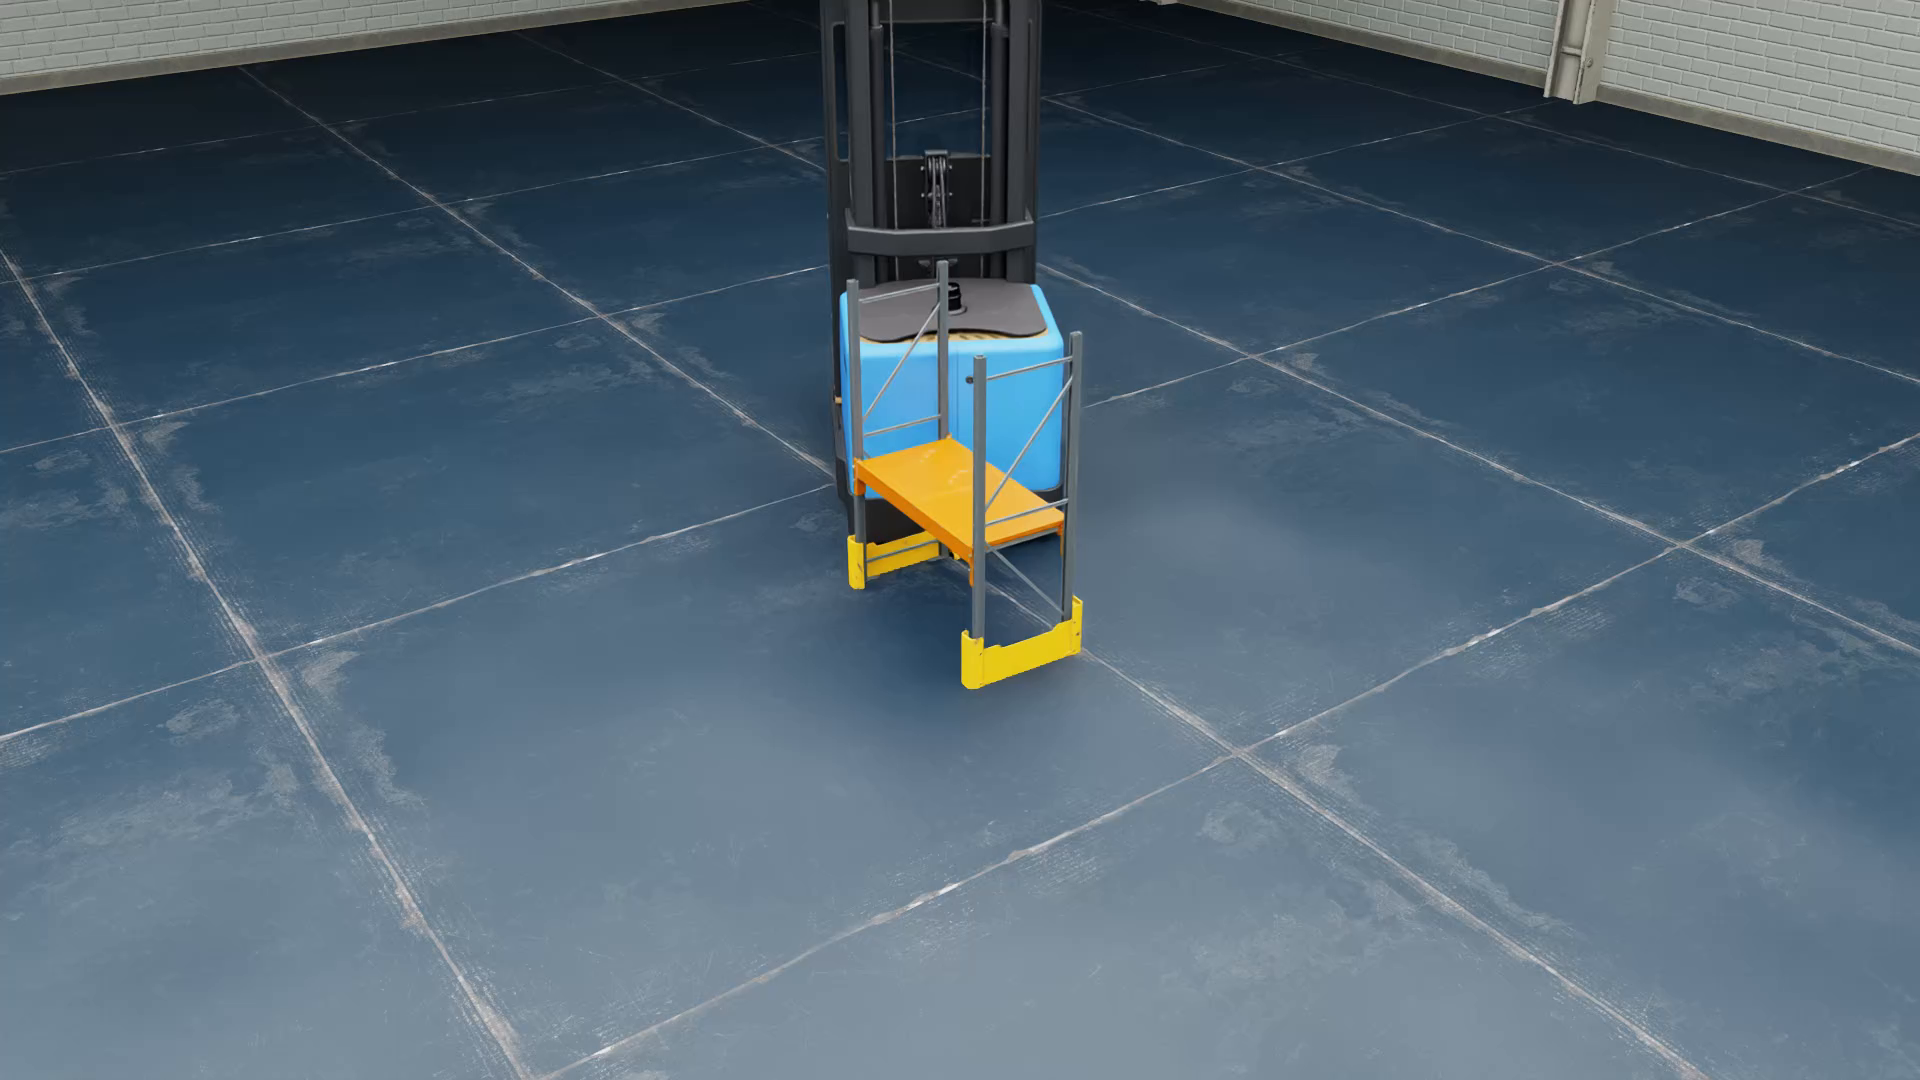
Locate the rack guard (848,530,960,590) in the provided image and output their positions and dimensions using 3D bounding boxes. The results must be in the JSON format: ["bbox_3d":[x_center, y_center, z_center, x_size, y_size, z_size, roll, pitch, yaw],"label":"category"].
[{"bbox_3d":[-0.260,0.039,7.916,0.587,0.250,0.087,-17,33,-28],"label":"rack guard"}]

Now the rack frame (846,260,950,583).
[{"bbox_3d":[-0.271,-0.518,7.632,0.500,1.500,0.032,-17,33,-28],"label":"rack frame"}]

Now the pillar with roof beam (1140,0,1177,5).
[{"bbox_3d":[-1.061,-9.389,16.109,9.100,9.000,0.400,-19,34,-31],"label":"pillar with roof beam"}]

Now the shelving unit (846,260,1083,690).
[{"bbox_3d":[0.005,-0.309,7.247,0.587,1.500,1.083,-17,33,-28],"label":"shelving unit"}]

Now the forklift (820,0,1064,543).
[{"bbox_3d":[-0.169,-1.950,8.769,1.130,2.935,3.031,-3,29,-5],"label":"forklift"}]

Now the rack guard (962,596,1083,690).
[{"bbox_3d":[0.270,0.441,7.175,0.587,0.250,0.087,-17,33,-28],"label":"rack guard"}]

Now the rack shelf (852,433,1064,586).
[{"bbox_3d":[0.000,-0.155,7.340,0.538,0.185,1.000,-17,33,-28],"label":"rack shelf"}]

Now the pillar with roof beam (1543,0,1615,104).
[{"bbox_3d":[2.419,-7.056,11.814,9.100,9.000,0.400,-19,34,-31],"label":"pillar with roof beam"}]

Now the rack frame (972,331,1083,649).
[{"bbox_3d":[0.271,-0.107,6.876,0.500,1.500,0.032,-17,33,-28],"label":"rack frame"}]
